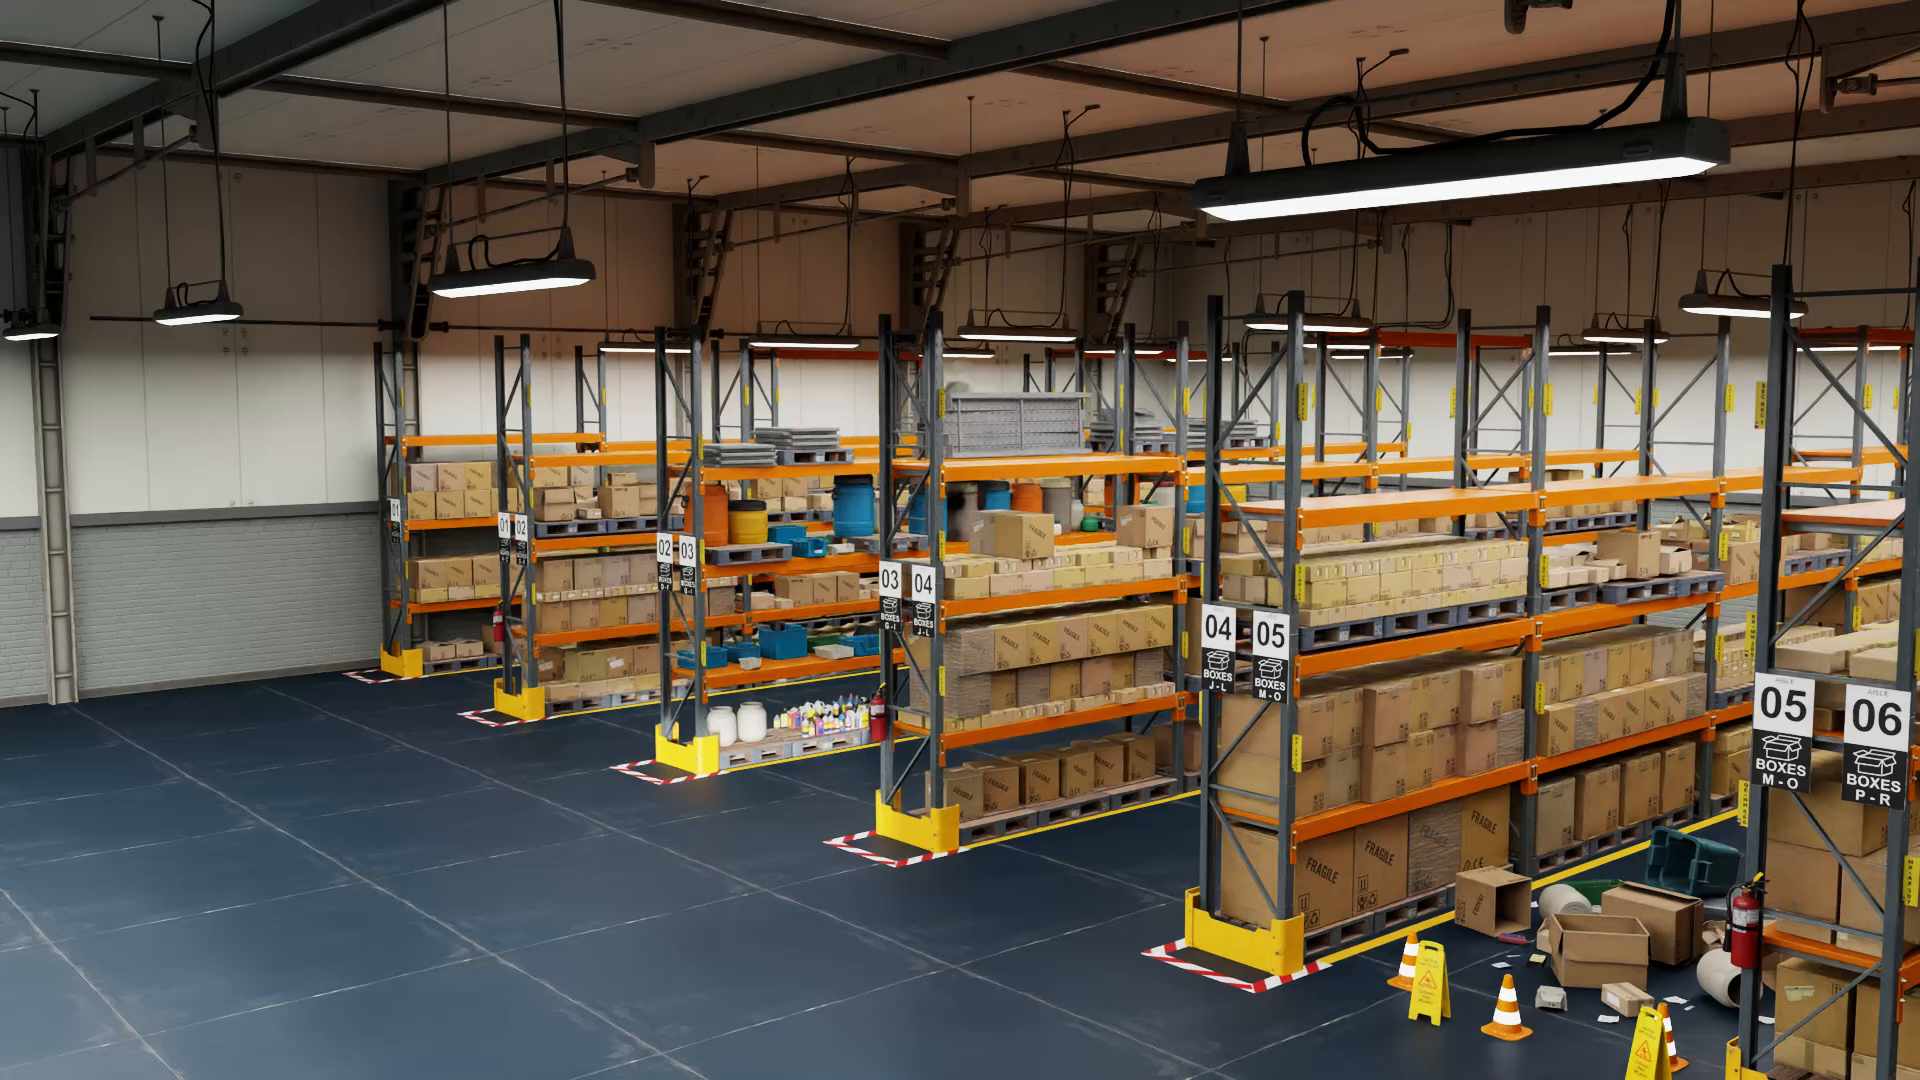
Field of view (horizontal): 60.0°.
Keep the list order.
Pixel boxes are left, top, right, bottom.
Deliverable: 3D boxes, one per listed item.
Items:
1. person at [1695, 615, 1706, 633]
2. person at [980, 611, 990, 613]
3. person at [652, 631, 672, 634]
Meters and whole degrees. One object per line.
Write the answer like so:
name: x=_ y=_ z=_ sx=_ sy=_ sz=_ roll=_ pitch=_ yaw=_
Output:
person: x=11.406 y=1.994 z=25.395 sx=0.714 sy=1.733 sz=0.791 roll=5 pitch=7 yaw=44
person: x=0.560 y=1.516 z=29.492 sx=0.574 sy=1.608 sz=0.788 roll=5 pitch=7 yaw=42
person: x=-5.525 y=1.562 z=31.121 sx=0.654 sy=1.628 sz=0.967 roll=5 pitch=7 yaw=42
